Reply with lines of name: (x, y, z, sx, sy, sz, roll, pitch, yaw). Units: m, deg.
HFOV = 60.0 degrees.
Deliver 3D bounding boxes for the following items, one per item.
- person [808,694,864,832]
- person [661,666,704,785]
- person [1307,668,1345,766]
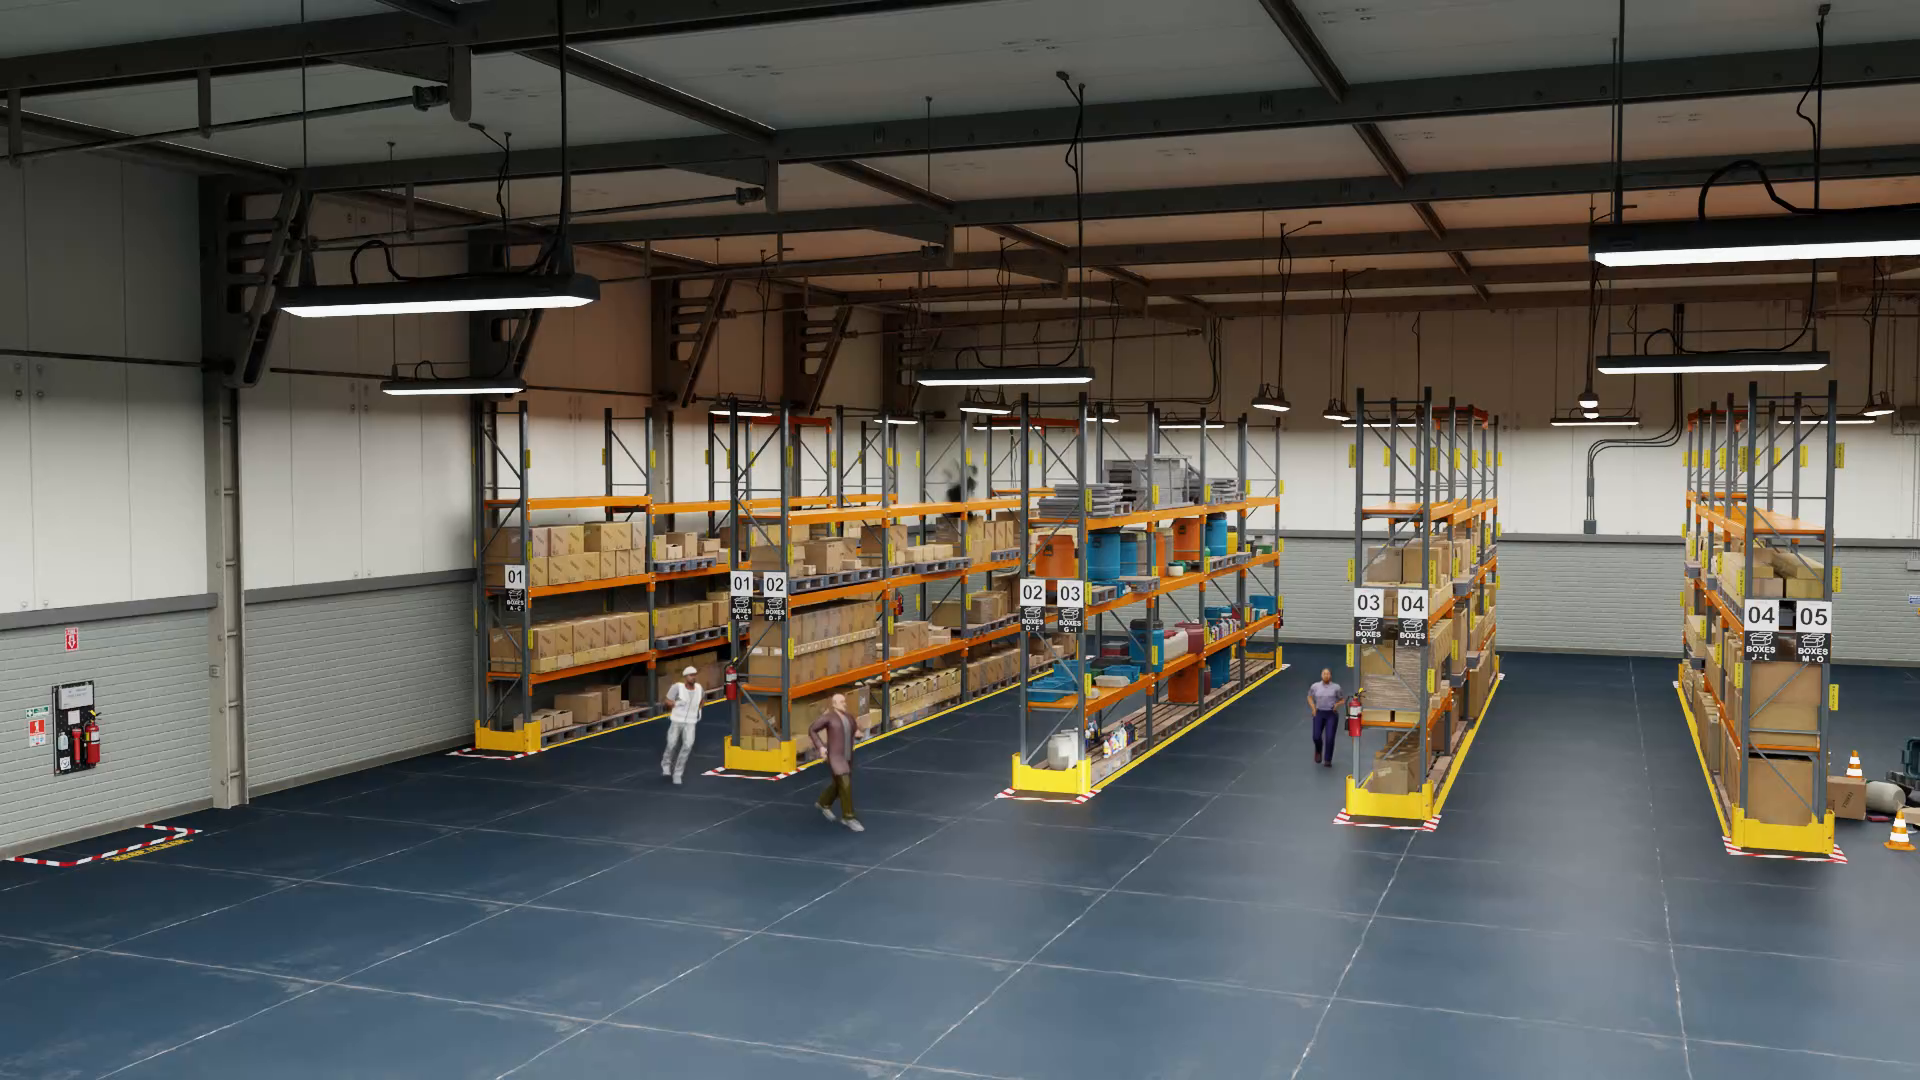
person: (-1.640, 2.997, 22.598, 0.996, 1.792, 0.688, 2, 3, 37)
person: (-4.277, 2.864, 25.916, 0.686, 1.801, 0.767, -1, 3, -20)
person: (5.935, 2.887, 27.005, 0.597, 1.590, 0.550, 1, 3, 14)
